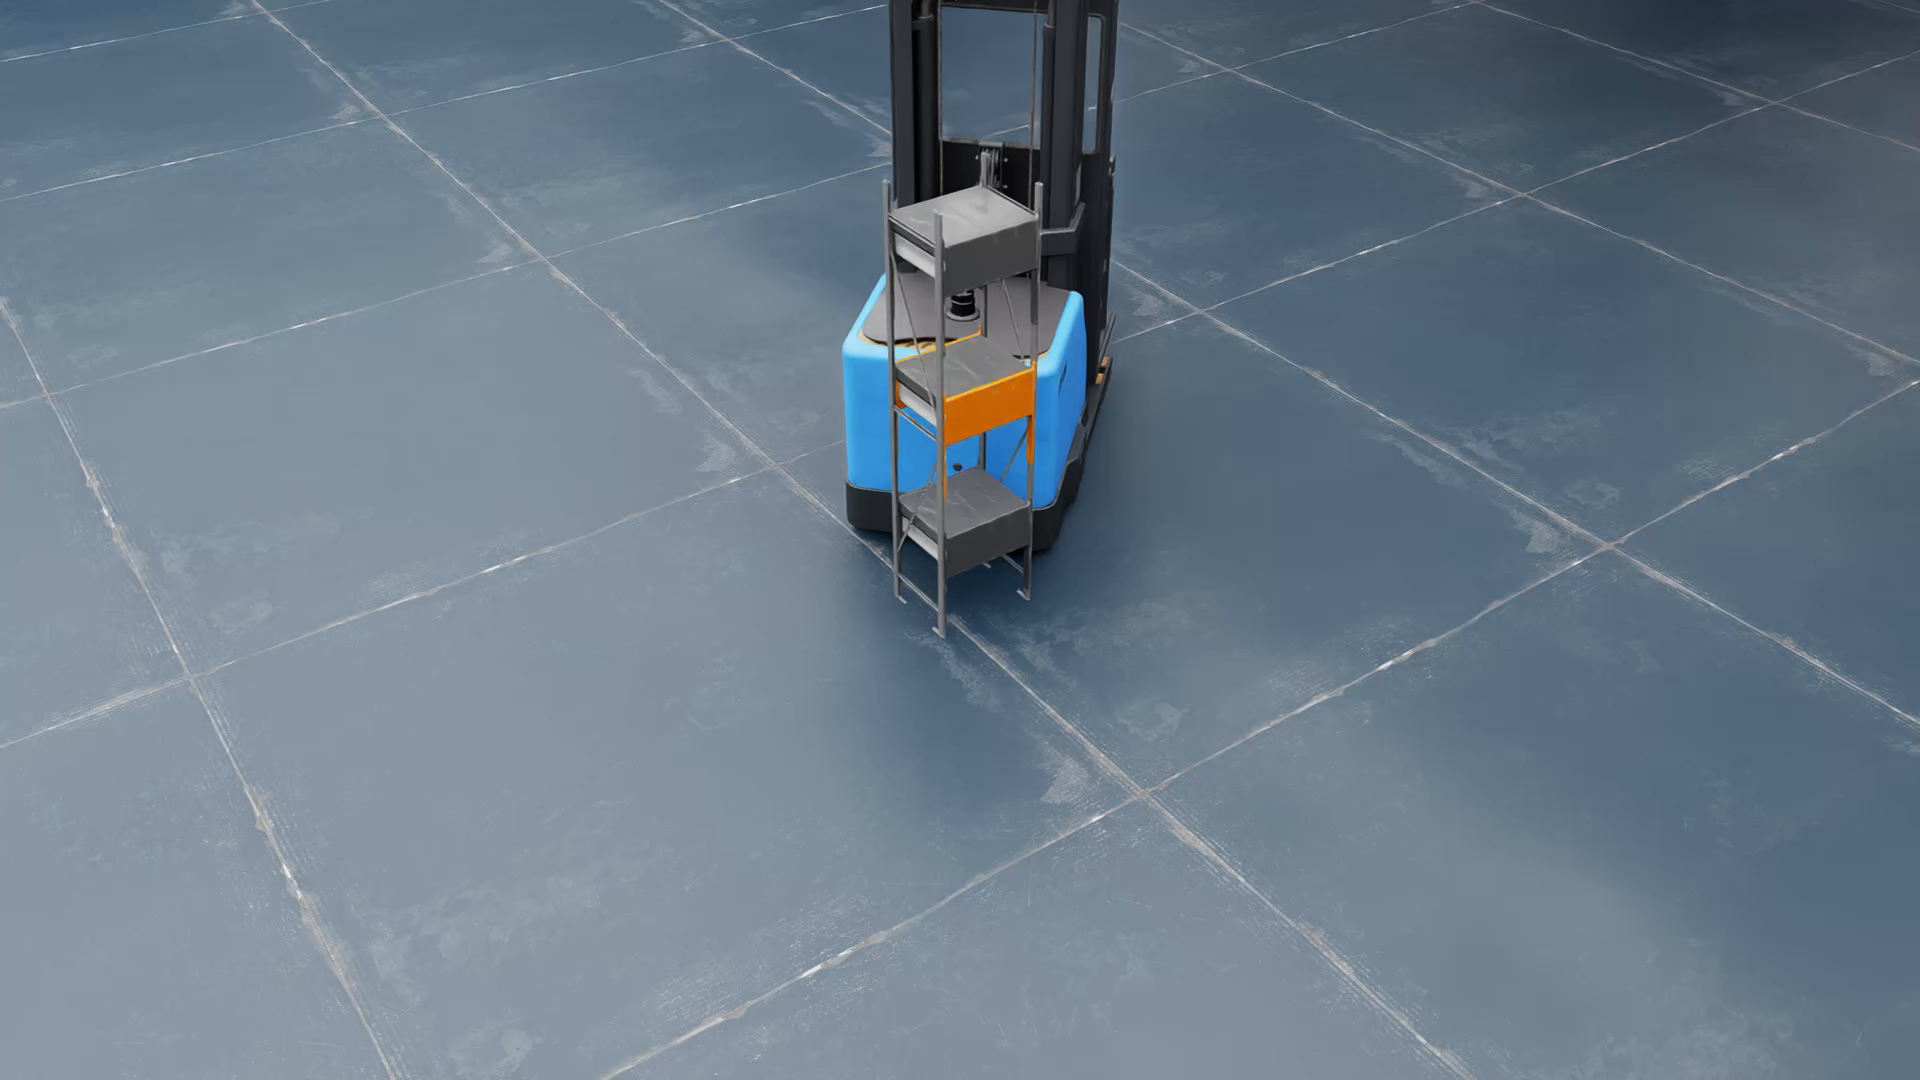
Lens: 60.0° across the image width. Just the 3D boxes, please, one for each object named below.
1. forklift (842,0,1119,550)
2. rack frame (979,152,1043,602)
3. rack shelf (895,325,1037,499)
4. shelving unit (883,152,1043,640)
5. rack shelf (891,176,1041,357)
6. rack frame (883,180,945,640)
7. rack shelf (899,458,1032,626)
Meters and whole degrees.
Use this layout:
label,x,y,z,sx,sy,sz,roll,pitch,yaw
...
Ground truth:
label,x,y,z,sx,sy,sz,roll,pitch,yaw
forklift,0.255,-1.997,8.517,1.130,2.935,3.031,7,36,10
rack frame,0.210,-0.658,7.366,0.015,2.100,0.400,-22,41,-28
rack shelf,0.011,-0.564,7.260,0.480,0.518,0.431,-22,41,-28
shelving unit,0.011,-0.575,7.252,0.503,2.100,0.431,-22,41,-28
rack shelf,0.011,-1.133,6.851,0.480,0.518,0.431,-22,41,-28
rack frame,-0.188,-0.493,7.137,0.015,2.100,0.400,-22,41,-28
rack shelf,0.011,0.004,7.669,0.480,0.518,0.431,-22,41,-28
